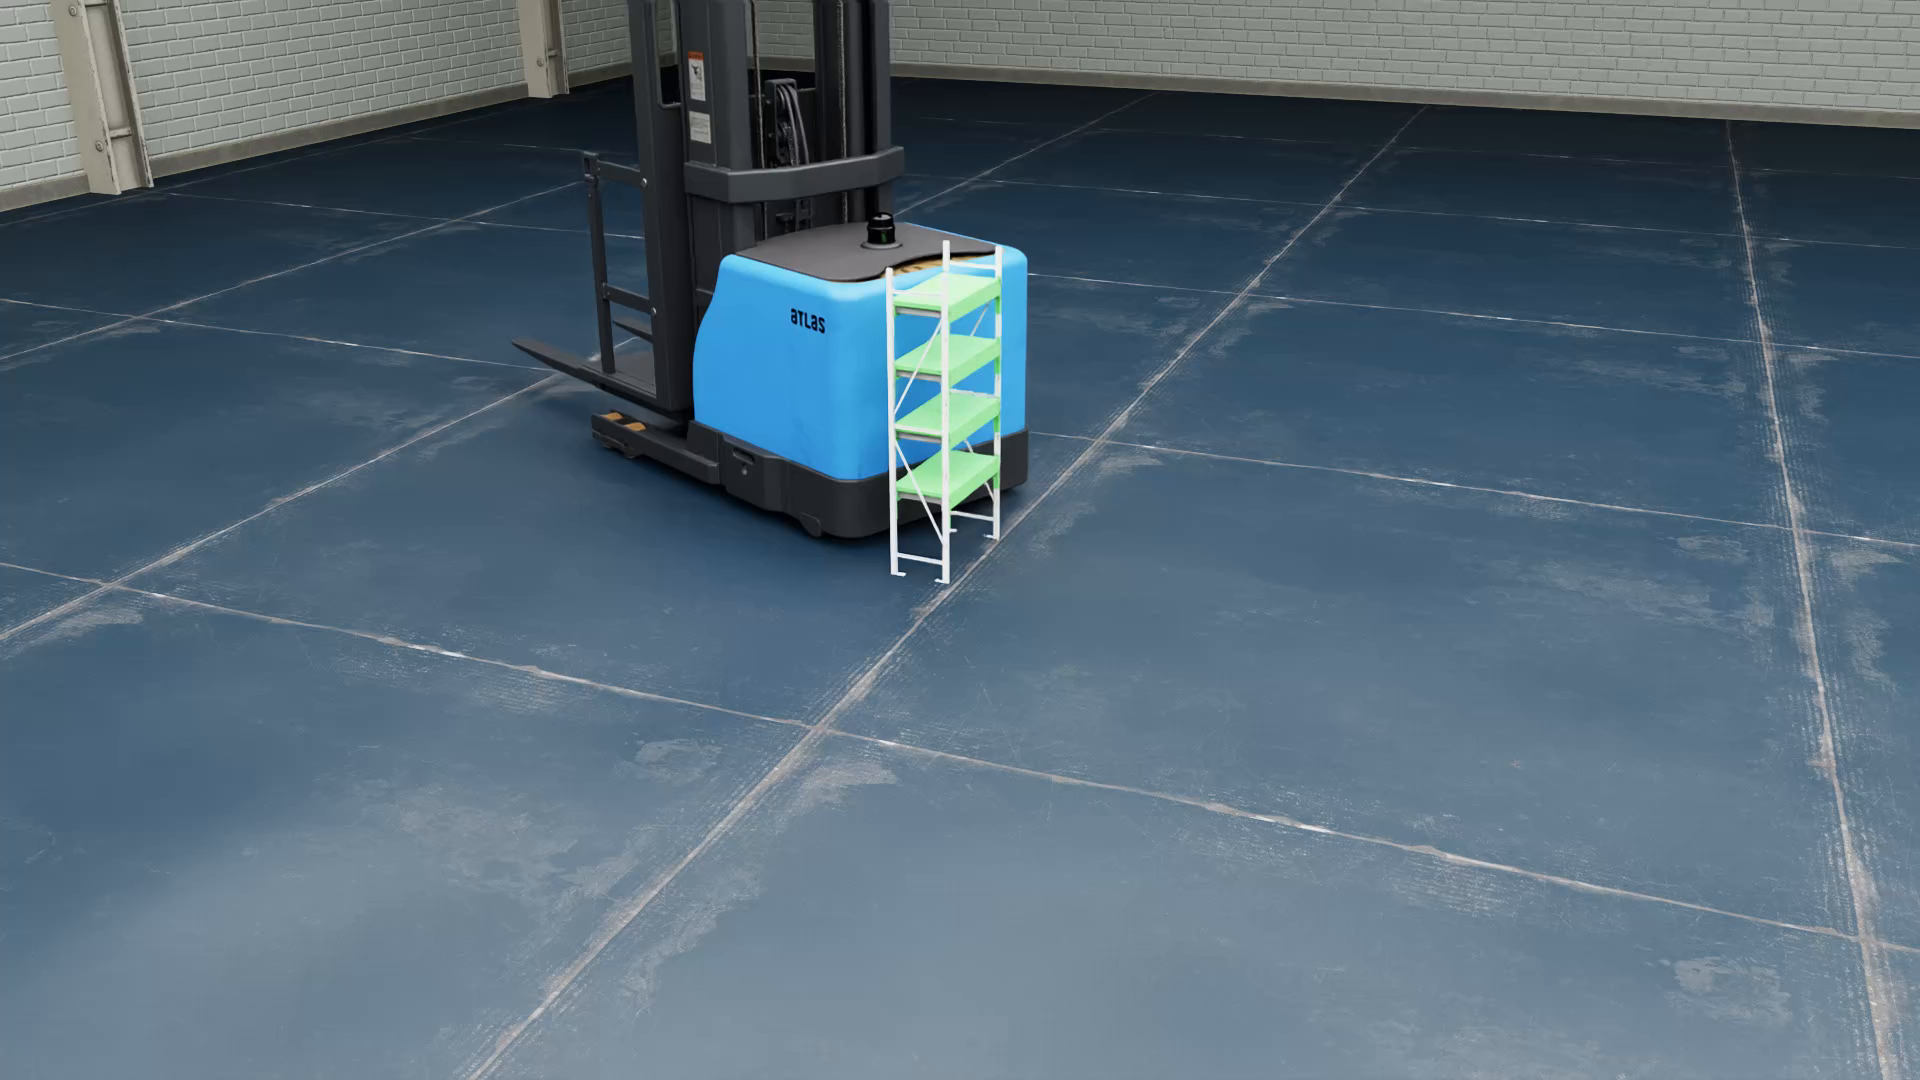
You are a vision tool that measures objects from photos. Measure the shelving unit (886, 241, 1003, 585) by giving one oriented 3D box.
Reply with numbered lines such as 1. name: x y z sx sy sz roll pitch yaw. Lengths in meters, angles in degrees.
1. shelving unit: -0.053 -0.490 6.367 0.258 1.200 0.503 10 25 22

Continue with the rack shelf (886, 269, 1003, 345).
1. rack shelf: -0.053 -0.874 6.207 0.258 0.148 0.480 10 25 22

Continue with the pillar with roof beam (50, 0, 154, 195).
1. pillar with roof beam: -2.883 -6.416 10.434 9.100 9.000 0.400 9 24 20

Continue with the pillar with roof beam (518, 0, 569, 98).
1. pillar with roof beam: -0.655 -8.563 15.574 9.100 9.000 0.400 9 24 20

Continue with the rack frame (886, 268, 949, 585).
1. rack frame: -0.154 -0.405 6.162 0.240 1.200 0.015 10 25 22

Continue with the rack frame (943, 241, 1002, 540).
1. rack frame: 0.048 -0.576 6.573 0.240 1.200 0.015 10 25 22

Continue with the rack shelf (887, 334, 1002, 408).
1. rack shelf: -0.053 -0.653 6.300 0.258 0.148 0.480 10 25 22

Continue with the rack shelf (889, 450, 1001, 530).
1. rack shelf: -0.053 -0.210 6.485 0.258 0.148 0.480 10 25 22

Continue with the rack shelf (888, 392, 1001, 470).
1. rack shelf: -0.053 -0.432 6.392 0.258 0.148 0.480 10 25 22

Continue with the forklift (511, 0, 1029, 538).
1. forklift: -1.073 -1.843 7.360 1.130 2.935 3.031 -19 30 -39
